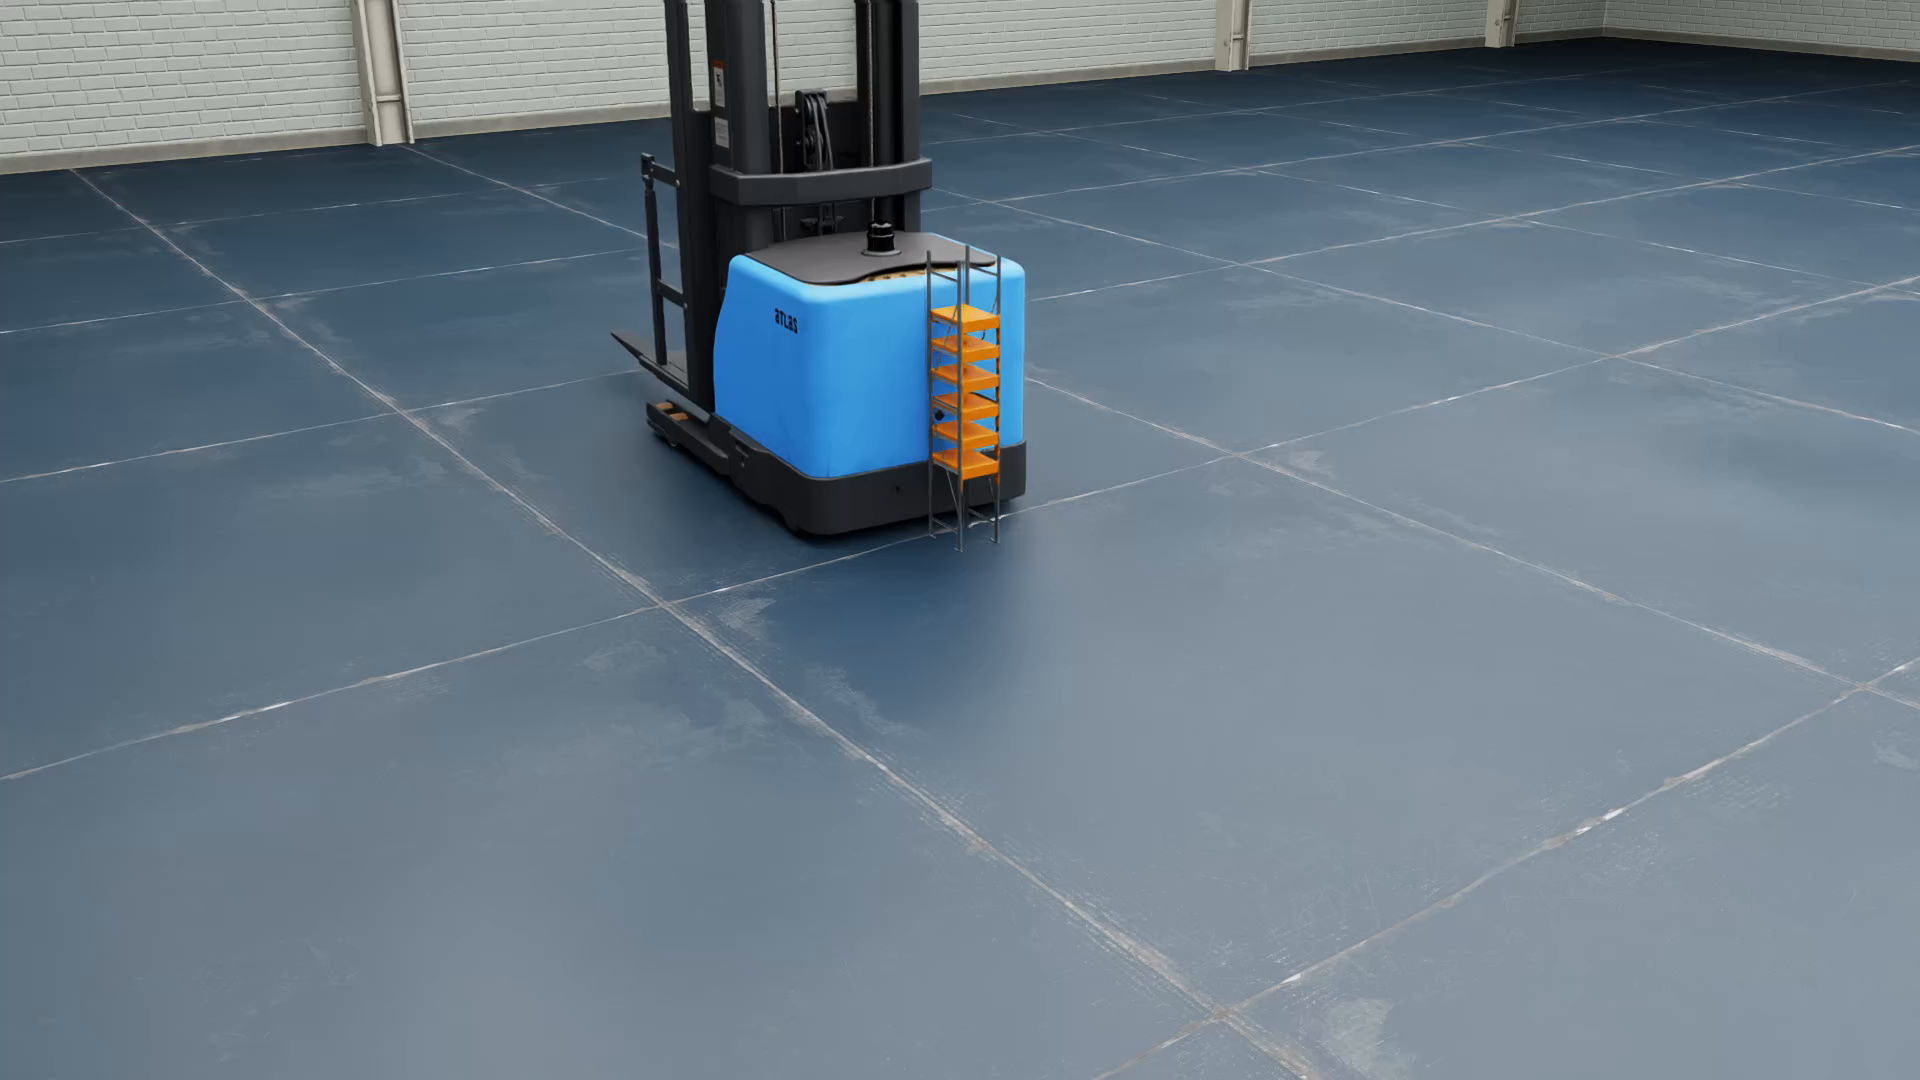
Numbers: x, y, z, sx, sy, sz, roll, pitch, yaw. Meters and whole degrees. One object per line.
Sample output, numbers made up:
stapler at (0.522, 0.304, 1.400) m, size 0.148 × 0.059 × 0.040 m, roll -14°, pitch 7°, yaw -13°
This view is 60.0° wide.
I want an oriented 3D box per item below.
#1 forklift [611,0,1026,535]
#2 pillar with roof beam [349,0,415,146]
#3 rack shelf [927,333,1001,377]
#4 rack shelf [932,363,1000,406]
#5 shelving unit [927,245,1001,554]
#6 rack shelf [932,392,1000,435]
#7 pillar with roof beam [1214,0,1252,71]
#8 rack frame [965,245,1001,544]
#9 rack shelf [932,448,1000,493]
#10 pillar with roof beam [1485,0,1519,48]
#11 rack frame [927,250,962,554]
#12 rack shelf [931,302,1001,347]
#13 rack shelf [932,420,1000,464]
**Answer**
forklift at (-0.883, -1.884, 7.663) m, size 1.130 × 2.935 × 3.031 m, roll -12°, pitch 25°, yaw -28°
pillar with roof beam at (-3.367, -6.992, 12.276) m, size 0.400 × 9.000 × 9.100 m, roll -15°, pitch 26°, yaw -33°
rack shelf at (0.015, -0.740, 6.604) m, size 0.180 × 0.103 × 0.258 m, roll -14°, pitch 26°, yaw -31°
rack shelf at (0.015, -0.628, 6.648) m, size 0.180 × 0.103 × 0.258 m, roll -14°, pitch 26°, yaw -31°
shelving unit at (0.015, -0.558, 6.676) m, size 0.189 × 1.200 × 0.258 m, roll -14°, pitch 26°, yaw -31°
rack shelf at (0.015, -0.517, 6.693) m, size 0.180 × 0.103 × 0.258 m, roll -14°, pitch 26°, yaw -31°
pillar with roof beam at (6.374, -9.589, 18.785) m, size 0.400 × 9.000 × 9.100 m, roll -15°, pitch 26°, yaw -33°
rack frame at (0.091, -0.577, 6.723) m, size 0.006 × 1.200 × 0.240 m, roll -14°, pitch 26°, yaw -31°
rack shelf at (0.015, -0.294, 6.782) m, size 0.180 × 0.103 × 0.258 m, roll -14°, pitch 26°, yaw -31°
pillar with roof beam at (11.245, -10.888, 22.040) m, size 0.400 × 9.000 × 9.100 m, roll -15°, pitch 26°, yaw -33°
rack frame at (-0.061, -0.539, 6.629) m, size 0.006 × 1.200 × 0.240 m, roll -14°, pitch 26°, yaw -31°
rack shelf at (0.015, -0.851, 6.559) m, size 0.180 × 0.103 × 0.258 m, roll -14°, pitch 26°, yaw -31°
rack shelf at (0.015, -0.406, 6.737) m, size 0.180 × 0.103 × 0.258 m, roll -14°, pitch 26°, yaw -31°
